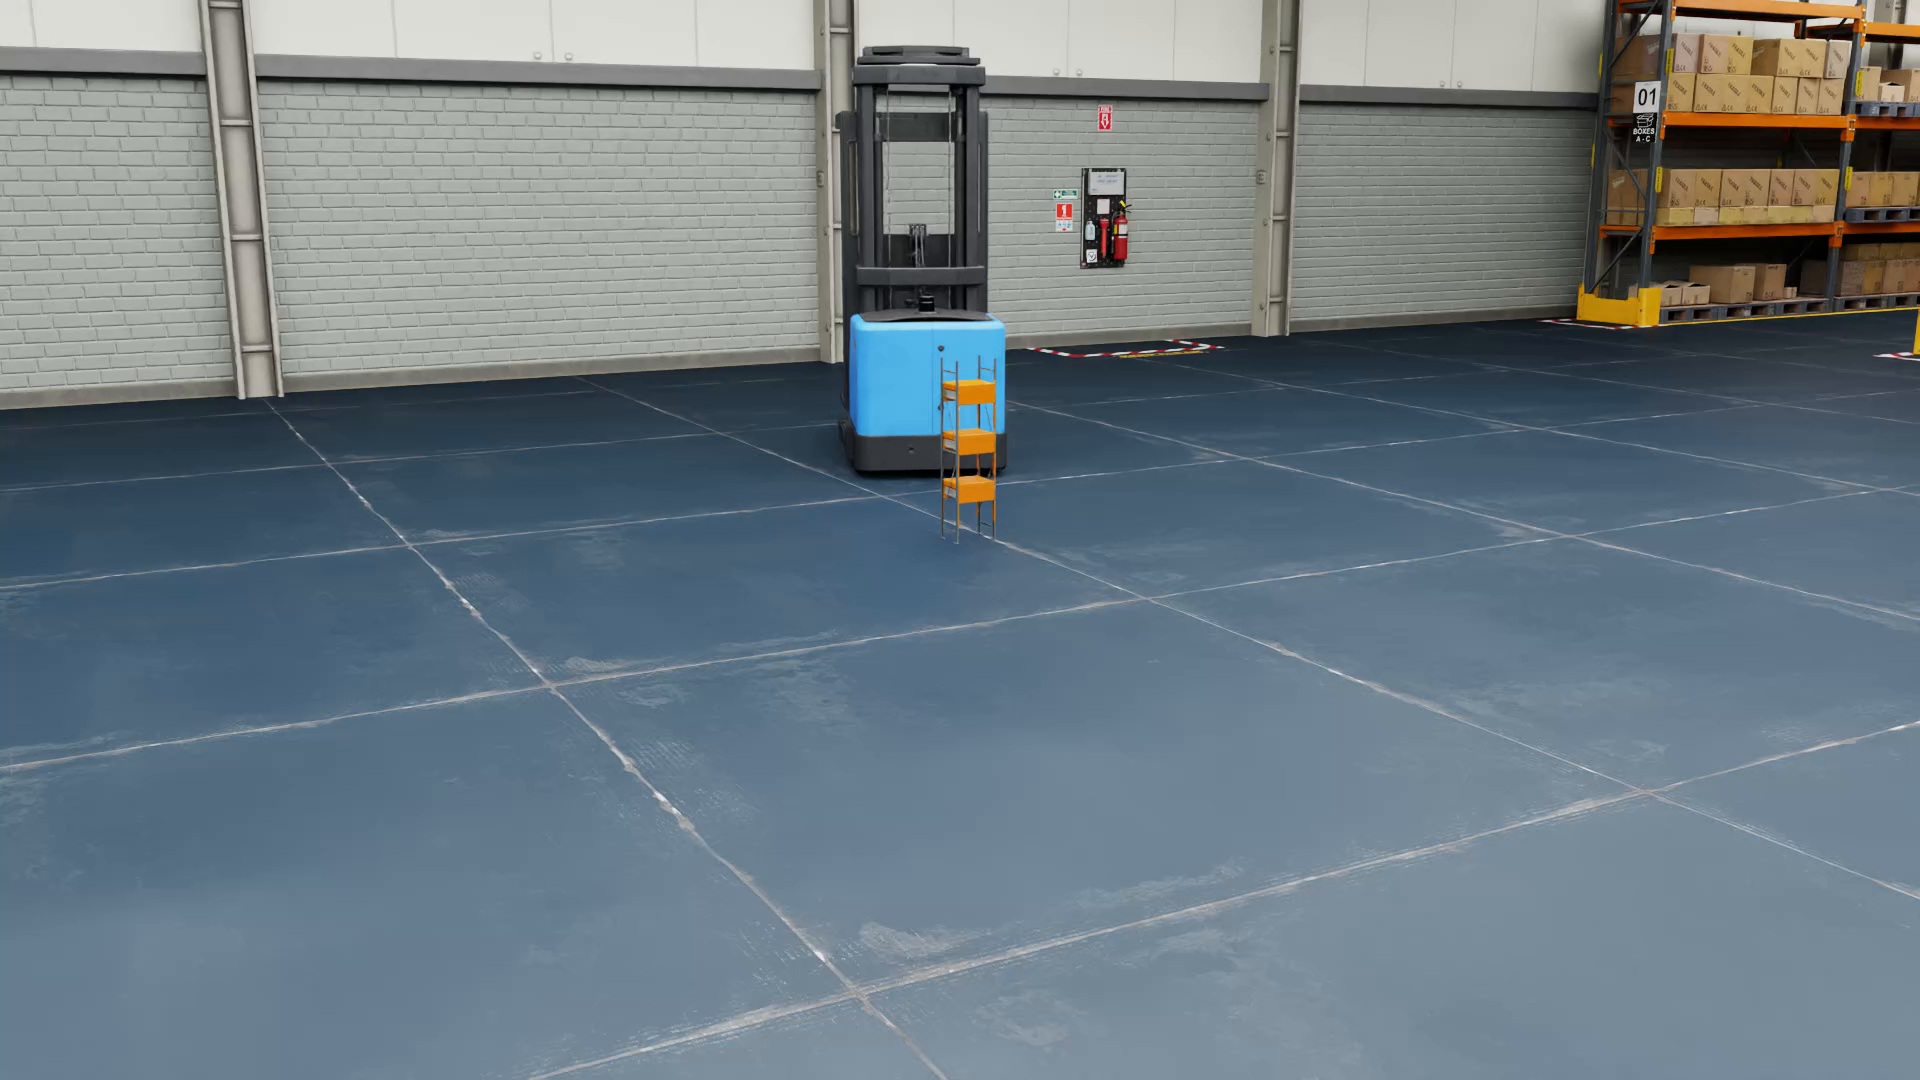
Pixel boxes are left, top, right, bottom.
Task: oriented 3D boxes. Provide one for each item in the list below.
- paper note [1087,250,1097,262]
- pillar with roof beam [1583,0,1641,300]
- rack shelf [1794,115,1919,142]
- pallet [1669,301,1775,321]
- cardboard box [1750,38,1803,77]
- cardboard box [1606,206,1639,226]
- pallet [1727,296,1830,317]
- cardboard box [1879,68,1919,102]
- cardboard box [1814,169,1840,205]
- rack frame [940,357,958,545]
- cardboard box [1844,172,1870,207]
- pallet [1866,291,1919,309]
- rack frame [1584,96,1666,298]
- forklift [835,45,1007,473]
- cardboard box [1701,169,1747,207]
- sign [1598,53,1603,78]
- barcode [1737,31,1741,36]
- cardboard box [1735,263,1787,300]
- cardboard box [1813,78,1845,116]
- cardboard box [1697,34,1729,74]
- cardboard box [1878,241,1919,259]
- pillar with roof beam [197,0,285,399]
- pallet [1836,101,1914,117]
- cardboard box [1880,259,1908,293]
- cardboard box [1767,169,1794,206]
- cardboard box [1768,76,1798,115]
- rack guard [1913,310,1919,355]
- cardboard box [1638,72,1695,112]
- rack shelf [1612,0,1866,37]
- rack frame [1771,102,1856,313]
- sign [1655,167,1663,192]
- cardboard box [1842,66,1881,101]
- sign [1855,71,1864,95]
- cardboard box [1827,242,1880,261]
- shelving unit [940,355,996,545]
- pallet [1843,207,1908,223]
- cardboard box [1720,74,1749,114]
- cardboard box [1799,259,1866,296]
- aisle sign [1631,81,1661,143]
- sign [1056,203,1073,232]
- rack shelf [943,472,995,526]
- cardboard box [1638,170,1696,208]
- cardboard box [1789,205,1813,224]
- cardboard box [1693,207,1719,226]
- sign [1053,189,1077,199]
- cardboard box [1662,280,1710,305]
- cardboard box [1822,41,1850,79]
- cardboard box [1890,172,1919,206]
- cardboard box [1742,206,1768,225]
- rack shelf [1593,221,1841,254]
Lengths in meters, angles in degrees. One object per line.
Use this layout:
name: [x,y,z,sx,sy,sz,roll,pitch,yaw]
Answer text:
paper note: [1.577,-3.393,19.859,0.142,0.148,0.016,-7,14,-28]
pillar with roof beam: [11.282,-6.809,19.368,0.400,9.000,9.100,-7,14,-28]
rack shelf: [14.286,-6.215,25.200,4.000,0.370,1.077,-7,14,-28]
pallet: [10.885,-3.325,23.903,1.213,0.211,1.003,-7,14,-28]
cardboard box: [11.291,-6.680,23.078,0.500,0.500,0.500,-7,15,-30]
cardboard box: [9.337,-4.494,23.044,0.500,0.250,0.500,-7,14,-27]
pallet: [11.958,-3.454,24.477,1.213,0.211,1.003,-7,14,-28]
cardboard box: [14.131,-6.781,24.892,0.500,0.500,0.500,-7,15,-30]
cardboard box: [12.263,-5.085,23.961,0.500,0.500,0.500,-7,14,-28]
rack frame: [-0.060,-0.505,9.462,0.008,1.050,0.200,-7,14,-28]
cardboard box: [12.993,-5.203,24.665,0.500,0.500,0.700,-7,14,-28]
pallet: [14.285,-3.743,25.761,1.213,0.211,1.003,-7,14,-28]
rack frame: [9.019,-4.471,22.645,0.127,3.000,1.000,-7,14,-28]
forklift: [-0.364,-2.173,12.591,1.130,2.935,3.031,-2,13,-7]
cardboard box: [10.477,-4.869,23.002,0.500,0.500,0.500,-7,15,-30]
sign: [8.771,-6.476,22.704,0.005,0.325,0.100,-7,14,-28]
barcode: [11.104,-7.219,23.696,0.075,0.075,0.001,-7,14,-28]
cardboard box: [11.638,-3.770,24.222,0.500,0.500,0.500,-8,15,-32]
cardboard box: [12.203,-6.313,23.724,0.500,0.500,0.500,-6,14,-26]
cardboard box: [9.938,-6.518,22.356,0.500,0.500,0.500,-7,14,-29]
cardboard box: [14.455,-4.485,25.690,0.500,0.250,0.500,-7,14,-28]
pillar with roof beam: [-4.517,-4.915,10.954,0.400,9.000,9.100,-7,14,-28]
pallet: [13.123,-6.308,24.404,1.003,0.211,1.213,-7,14,-28]
cardboard box: [14.065,-4.078,25.588,0.500,0.500,0.700,-7,14,-27]
cardboard box: [11.381,-4.981,23.497,0.500,0.500,0.500,-7,15,-29]
cardboard box: [11.287,-6.197,23.208,0.500,0.500,0.500,-7,15,-30]
rack guard: [11.375,-2.295,18.668,0.348,0.500,1.175,-7,14,-28]
cardboard box: [9.432,-5.980,22.245,0.500,0.500,0.500,-6,14,-26]
rack shelf: [10.775,-7.256,23.001,4.000,0.370,1.077,-7,14,-28]
rack frame: [12.530,-4.892,24.515,0.127,3.000,1.000,-7,14,-28]
sign: [9.279,-4.789,22.086,0.005,0.325,0.100,-7,14,-28]
cardboard box: [13.048,-6.651,24.316,0.500,0.500,0.500,-5,13,-20]
sign: [12.797,-6.504,23.668,0.005,0.325,0.100,-7,14,-28]
cardboard box: [13.553,-4.381,25.226,0.500,0.250,0.500,-7,15,-29]
shelving unit: [0.047,-0.518,9.519,0.252,1.050,0.215,-7,14,-28]
pallet: [13.271,-4.851,24.769,1.213,0.211,1.003,-7,14,-28]
cardboard box: [10.375,-6.085,22.712,0.500,0.500,0.500,-6,14,-25]
cardboard box: [13.168,-3.968,25.100,0.500,0.500,0.700,-6,14,-26]
aisle sign: [9.100,-5.674,22.069,0.004,0.787,0.394,-7,14,-28]
sign: [1.231,-3.807,19.612,0.234,0.329,0.001,-7,14,-28]
rack shelf: [0.047,-0.236,9.582,0.240,0.259,0.215,-7,14,-28]
cardboard box: [9.582,-4.766,22.543,0.500,0.500,0.500,-7,14,-28]
cardboard box: [11.818,-4.670,23.823,0.500,0.250,0.500,-7,14,-28]
cardboard box: [10.049,-4.455,22.871,0.500,0.250,0.500,-7,15,-30]
sign: [1.239,-4.064,19.548,0.331,0.109,0.001,-7,14,-28]
cardboard box: [10.170,-3.490,23.405,0.500,0.311,0.500,-6,14,-23]
cardboard box: [12.220,-6.797,23.597,0.500,0.500,0.500,-8,15,-33]
cardboard box: [14.050,-5.335,25.254,0.500,0.500,0.700,-5,14,-20]
cardboard box: [10.943,-4.561,23.338,0.500,0.250,0.500,-7,14,-27]
rack shelf: [10.775,-4.331,23.659,4.000,0.370,1.077,-7,14,-28]
